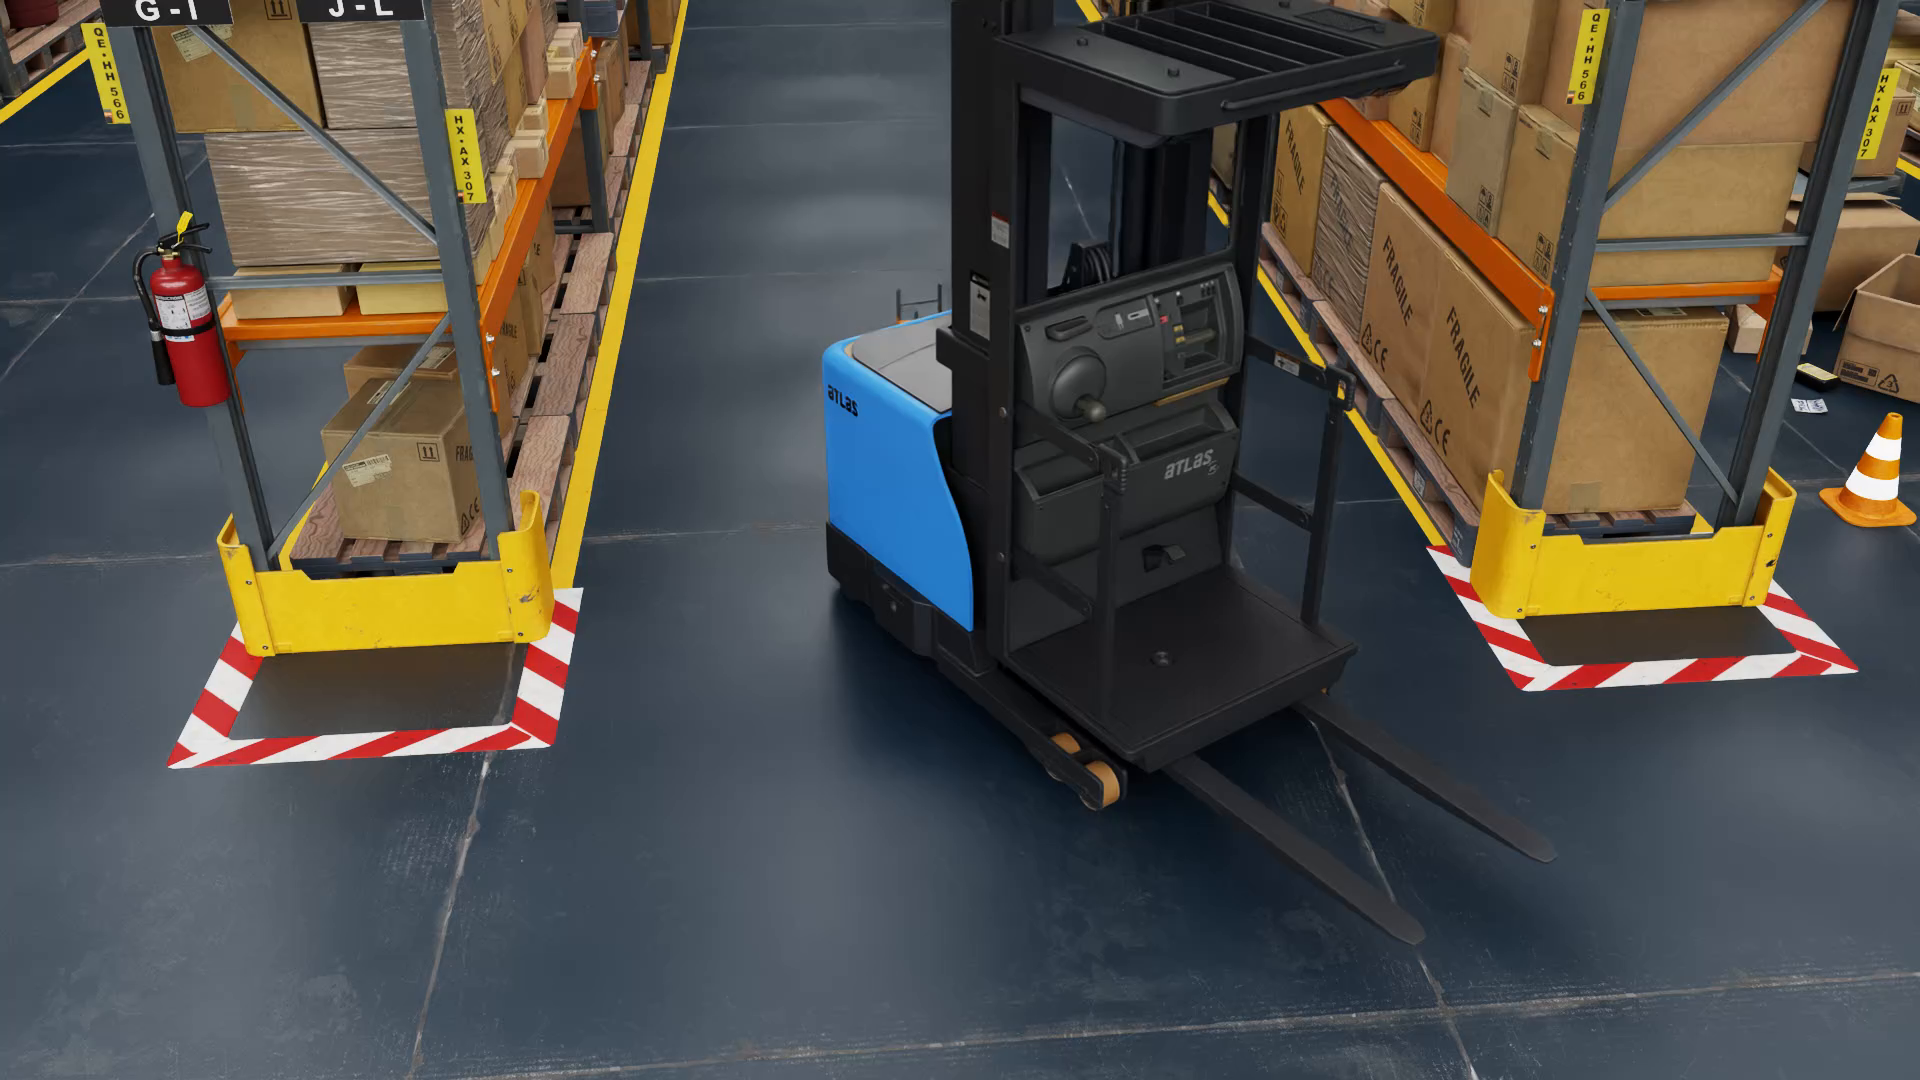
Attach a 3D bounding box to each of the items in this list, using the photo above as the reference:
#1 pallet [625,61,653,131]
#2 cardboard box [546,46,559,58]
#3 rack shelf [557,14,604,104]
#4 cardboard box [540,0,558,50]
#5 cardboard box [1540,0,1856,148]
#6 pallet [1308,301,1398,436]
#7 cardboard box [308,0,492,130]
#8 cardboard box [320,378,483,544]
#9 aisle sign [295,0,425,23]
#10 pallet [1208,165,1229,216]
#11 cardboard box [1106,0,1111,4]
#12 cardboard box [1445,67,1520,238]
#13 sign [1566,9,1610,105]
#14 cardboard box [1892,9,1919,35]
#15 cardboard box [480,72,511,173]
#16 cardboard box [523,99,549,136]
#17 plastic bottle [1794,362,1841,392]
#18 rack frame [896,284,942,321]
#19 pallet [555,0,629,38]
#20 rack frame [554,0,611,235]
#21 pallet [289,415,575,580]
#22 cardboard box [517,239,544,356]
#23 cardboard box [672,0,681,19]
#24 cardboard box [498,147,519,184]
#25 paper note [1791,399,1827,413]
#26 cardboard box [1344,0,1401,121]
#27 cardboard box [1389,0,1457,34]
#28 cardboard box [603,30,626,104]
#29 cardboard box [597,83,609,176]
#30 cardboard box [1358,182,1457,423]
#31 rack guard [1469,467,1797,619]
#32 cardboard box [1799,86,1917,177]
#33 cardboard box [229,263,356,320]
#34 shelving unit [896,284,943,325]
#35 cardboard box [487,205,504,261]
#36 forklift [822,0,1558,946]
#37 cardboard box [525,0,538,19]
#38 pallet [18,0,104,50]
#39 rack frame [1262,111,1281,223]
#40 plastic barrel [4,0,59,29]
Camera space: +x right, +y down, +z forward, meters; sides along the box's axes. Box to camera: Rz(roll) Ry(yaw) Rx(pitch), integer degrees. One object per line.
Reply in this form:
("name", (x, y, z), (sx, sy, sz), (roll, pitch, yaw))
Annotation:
("pallet", (-2.902, -3.396, 12.730), (1.003, 0.211, 1.213), (-3, 31, -5))
("cardboard box", (-2.310, -2.488, 8.735), (0.380, 0.149, 0.250), (-3, 31, -5))
("rack shelf", (-2.787, -3.662, 11.158), (1.077, 0.370, 4.000), (-3, 31, -5))
("cardboard box", (-2.620, -2.888, 8.772), (0.875, 0.500, 0.500), (-3, 31, -5))
("cardboard box", (2.725, -1.813, 6.161), (0.875, 0.550, 0.550), (-3, 31, -5))
("pallet", (2.458, -0.923, 8.589), (1.003, 0.211, 1.213), (-3, 31, -5))
("cardboard box", (-2.006, -1.802, 5.978), (0.500, 0.500, 0.500), (-3, 31, -5))
("cardboard box", (-2.268, -0.335, 6.913), (0.500, 0.500, 0.500), (3, 31, 5))
("aisle sign", (-1.922, -2.007, 5.149), (0.394, 0.787, 0.004), (-3, 31, -5))
("pallet", (2.200, -2.329, 10.944), (1.003, 0.211, 1.213), (-3, 31, -5))
("cardboard box", (1.542, -5.143, 14.964), (0.500, 0.500, 0.500), (-4, 31, -7))
("cardboard box", (2.568, -1.625, 6.900), (0.875, 0.550, 0.550), (-3, 31, -5))
("sign", (2.180, -1.674, 5.767), (0.100, 0.325, 0.005), (-3, 31, -5))
("cardboard box", (7.013, -3.854, 12.930), (0.950, 0.372, 0.625), (-3, 31, -6))
("cardboard box", (-2.420, -1.868, 7.064), (0.875, 0.500, 0.500), (-3, 31, -5))
("cardboard box", (-2.162, -1.980, 7.885), (0.380, 0.149, 0.250), (-3, 31, -5))
("plastic bottle", (4.403, -0.858, 8.627), (0.133, 0.061, 0.283), (-14, 33, -22))
("rack frame", (-0.172, -0.612, 7.251), (0.200, 1.050, 0.008), (-10, 32, -16))
("pallet", (-2.527, -3.265, 9.978), (1.003, 0.211, 1.213), (-3, 31, -5))
("rack frame", (-2.600, -2.950, 9.264), (1.000, 3.000, 0.127), (-3, 31, -5))
("pallet", (-2.274, -0.166, 7.322), (1.003, 0.211, 1.213), (-3, 31, -5))
("cardboard box", (-2.405, -1.246, 8.439), (0.500, 0.500, 0.500), (-5, 31, -9))
("cardboard box", (-3.093, -5.069, 14.474), (1.225, 0.875, 0.875), (-3, 31, -4))
("cardboard box", (-2.139, -1.595, 7.240), (0.380, 0.149, 0.250), (-3, 31, -5))
("paper note", (4.269, -0.679, 8.359), (0.144, 0.017, 0.142), (8, 32, 13))
("cardboard box", (2.401, -2.452, 8.283), (0.875, 0.550, 0.550), (-3, 31, -5))
("cardboard box", (2.486, -2.646, 7.556), (0.875, 0.550, 0.500), (-3, 31, -5))
("cardboard box", (-2.827, -3.484, 12.167), (0.700, 0.500, 0.500), (-5, 31, -9))
("cardboard box", (-2.662, -2.625, 10.728), (0.700, 0.500, 0.500), (-3, 31, -5))
("cardboard box", (2.508, -1.154, 7.920), (0.875, 0.875, 0.875), (-3, 31, -5))
("rack guard", (2.724, -0.009, 6.777), (1.175, 0.500, 0.348), (-3, 31, -5))
("cardboard box", (5.497, -2.576, 10.337), (0.500, 0.500, 0.500), (-3, 31, -5))
("cardboard box", (-2.459, -0.936, 6.136), (0.380, 0.149, 0.250), (-3, 31, -5))
("shelving unit", (-0.132, -0.553, 7.152), (0.215, 1.050, 0.252), (-10, 32, -16))
("cardboard box", (-2.028, -1.214, 6.602), (0.380, 0.149, 0.250), (-3, 31, -5))
("forklift", (0.714, -0.618, 5.426), (1.130, 2.935, 3.031), (-20, 36, -30))
("cardboard box", (-2.147, -2.567, 7.261), (0.500, 0.500, 0.500), (-3, 31, -5))
("pallet", (-8.131, -4.580, 14.712), (1.003, 0.211, 1.213), (-3, 31, -5))
("rack frame", (2.348, -3.136, 9.575), (1.000, 3.000, 0.127), (-3, 31, -5))
("plastic barrel", (-8.073, -4.726, 14.178), (0.600, 0.588, 0.708), (-3, 31, -5))
